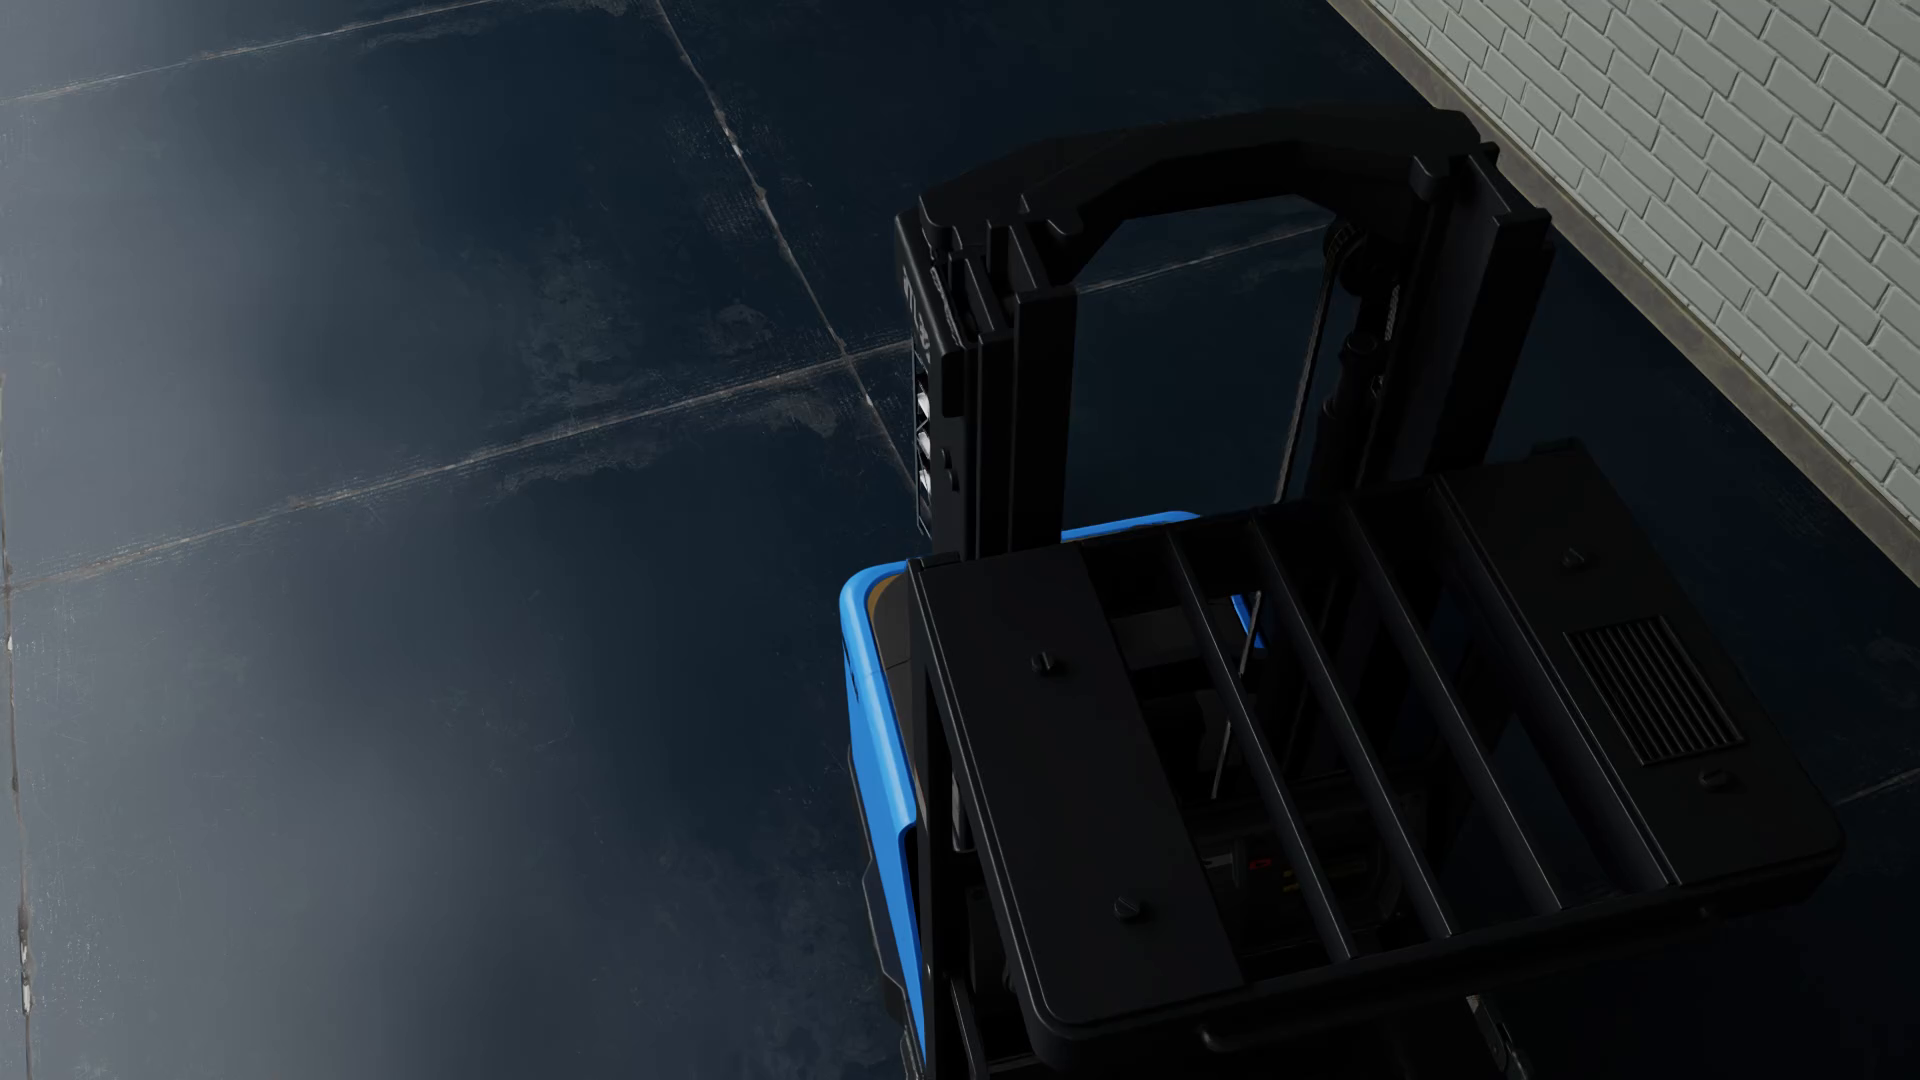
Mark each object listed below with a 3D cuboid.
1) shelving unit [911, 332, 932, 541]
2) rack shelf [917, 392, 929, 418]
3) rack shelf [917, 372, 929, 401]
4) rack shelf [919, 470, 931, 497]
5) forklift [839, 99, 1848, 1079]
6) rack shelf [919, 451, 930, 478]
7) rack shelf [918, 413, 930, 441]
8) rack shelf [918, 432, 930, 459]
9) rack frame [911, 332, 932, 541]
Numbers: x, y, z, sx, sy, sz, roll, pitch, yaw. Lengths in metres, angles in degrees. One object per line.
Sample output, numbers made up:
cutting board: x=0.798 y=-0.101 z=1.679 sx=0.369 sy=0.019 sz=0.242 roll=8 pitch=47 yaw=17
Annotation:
shelving unit: x=-0.008 y=-0.291 z=5.407 sx=0.210 sy=0.900 sz=0.258 roll=-17 pitch=52 yaw=-14
rack shelf: x=-0.008 y=-0.386 z=5.295 sx=0.200 sy=0.077 sz=0.258 roll=-17 pitch=52 yaw=-14
rack shelf: x=-0.008 y=-0.445 z=5.227 sx=0.200 sy=0.077 sz=0.258 roll=-17 pitch=52 yaw=-14
rack shelf: x=-0.008 y=-0.152 z=5.568 sx=0.200 sy=0.077 sz=0.258 roll=-17 pitch=52 yaw=-14
forklift: x=0.520 y=0.827 z=3.108 sx=1.130 sy=2.935 sz=3.031 roll=-10 pitch=50 yaw=-9
rack shelf: x=-0.008 y=-0.211 z=5.500 sx=0.200 sy=0.077 sz=0.258 roll=-17 pitch=52 yaw=-14
rack shelf: x=-0.008 y=-0.328 z=5.364 sx=0.200 sy=0.077 sz=0.258 roll=-17 pitch=52 yaw=-14
rack shelf: x=-0.008 y=-0.269 z=5.432 sx=0.200 sy=0.077 sz=0.258 roll=-17 pitch=52 yaw=-14
rack frame: x=-0.102 y=-0.262 z=5.382 sx=0.006 sy=0.900 sz=0.240 roll=-17 pitch=52 yaw=-14
